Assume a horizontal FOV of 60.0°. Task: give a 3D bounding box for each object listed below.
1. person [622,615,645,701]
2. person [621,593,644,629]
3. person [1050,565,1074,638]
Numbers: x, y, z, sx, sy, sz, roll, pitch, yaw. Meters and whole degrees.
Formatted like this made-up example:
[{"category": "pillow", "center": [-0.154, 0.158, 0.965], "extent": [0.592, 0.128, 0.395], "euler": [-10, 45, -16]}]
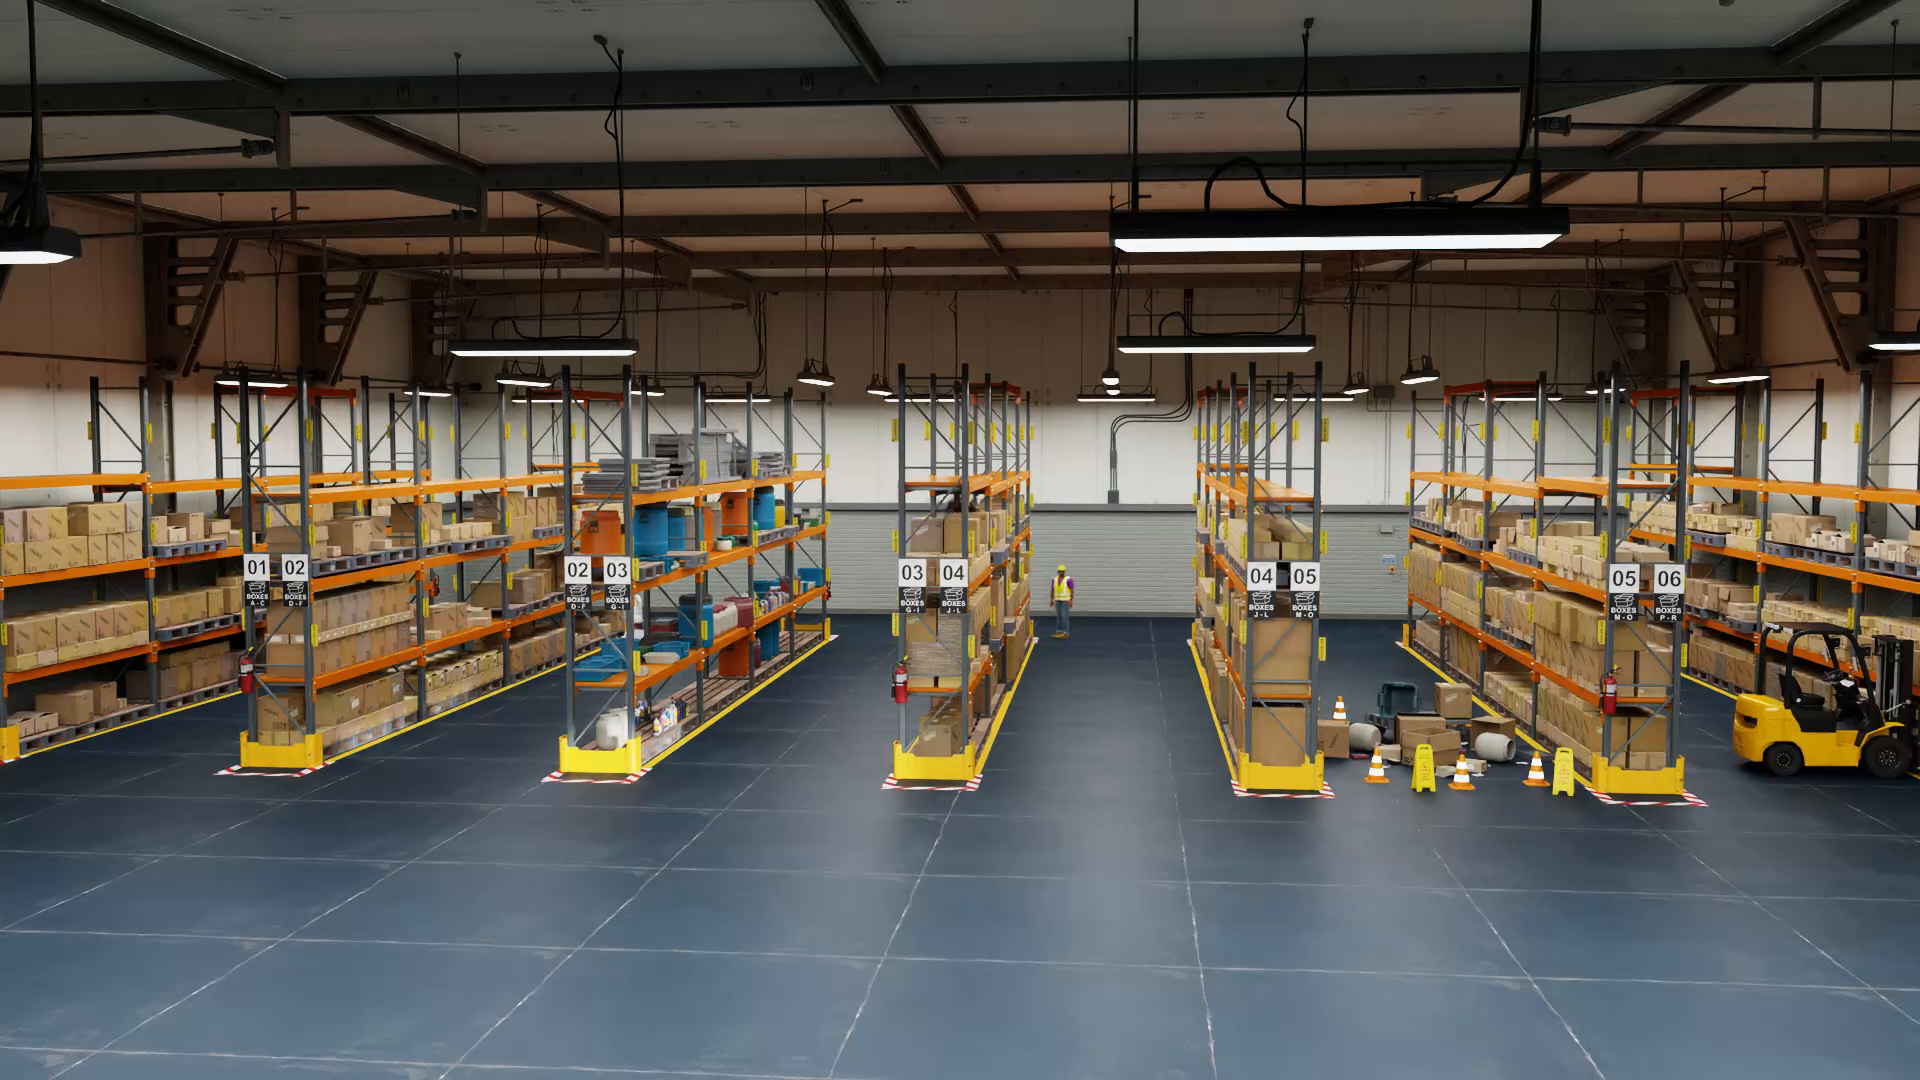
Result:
[{"category": "person", "center": [-5.772, 2.232, 29.599], "extent": [0.690, 1.813, 0.372], "euler": [-2, 4, -23]}, {"category": "person", "center": [-7.221, 1.762, 36.736], "extent": [0.414, 1.783, 0.550], "euler": [1, 4, 14]}, {"category": "person", "center": [2.487, 1.499, 40.626], "extent": [0.607, 1.775, 0.388], "euler": [3, 5, 41]}]
